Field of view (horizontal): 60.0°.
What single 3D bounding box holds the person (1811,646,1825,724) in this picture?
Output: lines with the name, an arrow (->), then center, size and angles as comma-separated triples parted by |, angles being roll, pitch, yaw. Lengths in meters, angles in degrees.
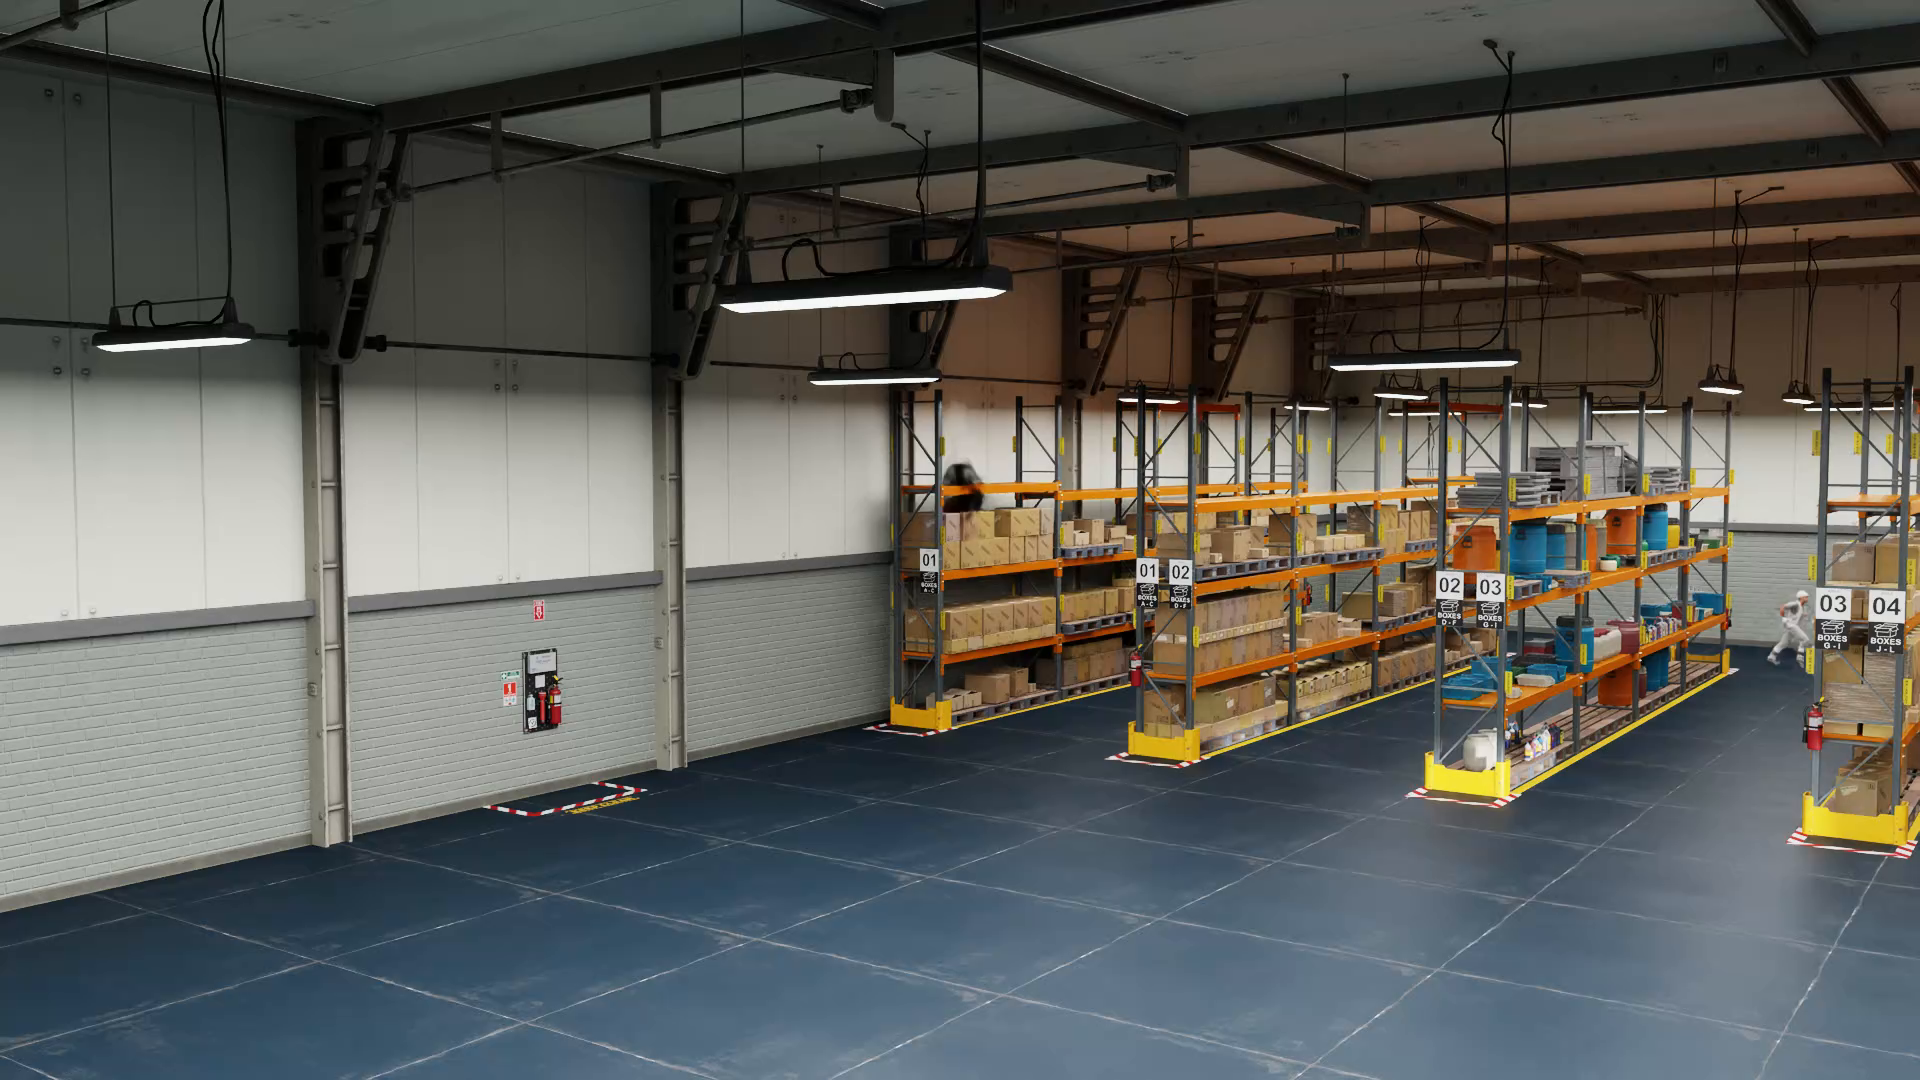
person -> 15.512, 2.477, 29.893 | 0.518, 1.696, 0.887 | 2, 4, 35

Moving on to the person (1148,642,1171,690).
person -> 3.832, 2.353, 30.974 | 0.682, 1.595, 0.975 | 1, 4, 25

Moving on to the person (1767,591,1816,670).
person -> 18.755, 2.018, 37.528 | 0.963, 1.774, 0.648 | 2, 4, 33
